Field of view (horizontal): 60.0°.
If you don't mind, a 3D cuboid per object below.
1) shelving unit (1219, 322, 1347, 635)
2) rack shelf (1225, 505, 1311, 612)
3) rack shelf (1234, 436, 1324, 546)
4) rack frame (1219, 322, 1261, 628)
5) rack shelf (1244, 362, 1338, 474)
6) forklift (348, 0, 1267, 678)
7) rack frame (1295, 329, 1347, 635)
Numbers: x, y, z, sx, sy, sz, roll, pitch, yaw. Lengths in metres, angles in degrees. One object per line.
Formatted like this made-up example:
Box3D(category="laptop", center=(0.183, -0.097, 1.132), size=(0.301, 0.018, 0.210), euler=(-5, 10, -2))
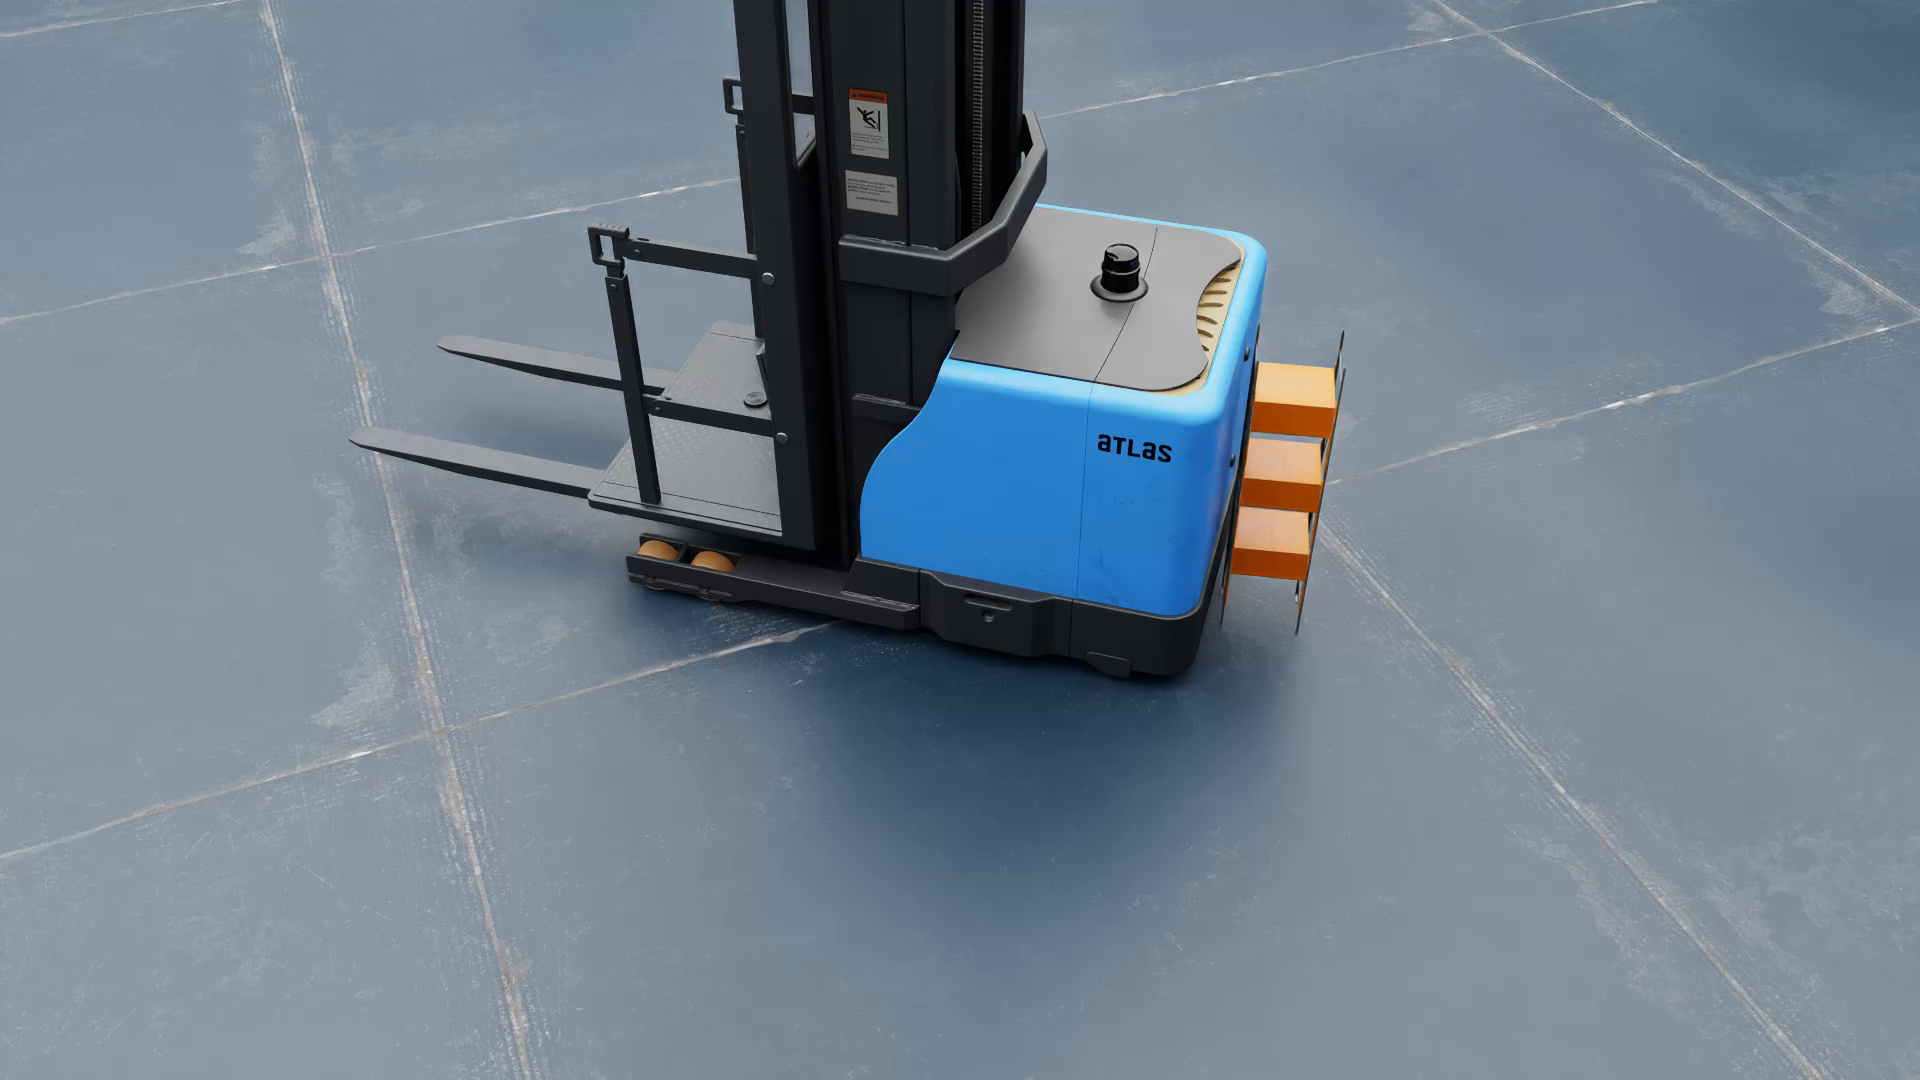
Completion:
Box3D(category="shelving unit", center=(0.985, -0.165, 5.137), size=(0.252, 1.050, 0.215), euler=(6, 41, 7))
Box3D(category="rack shelf", center=(0.985, 0.053, 5.325), size=(0.240, 0.259, 0.215), euler=(6, 41, 7))
Box3D(category="rack shelf", center=(0.985, -0.157, 5.144), size=(0.240, 0.259, 0.215), euler=(6, 41, 7))
Box3D(category="rack frame", center=(0.864, -0.177, 5.151), size=(0.008, 1.050, 0.200), euler=(6, 41, 7))
Box3D(category="rack shelf", center=(0.985, -0.372, 4.959), size=(0.240, 0.259, 0.215), euler=(6, 41, 7))
Box3D(category="forklift", center=(-0.599, -1.226, 4.928), size=(3.031, 2.935, 1.130), euler=(11, 42, 12))
Box3D(category="rack frame", center=(1.105, -0.153, 5.123), size=(0.008, 1.050, 0.200), euler=(6, 41, 7))
